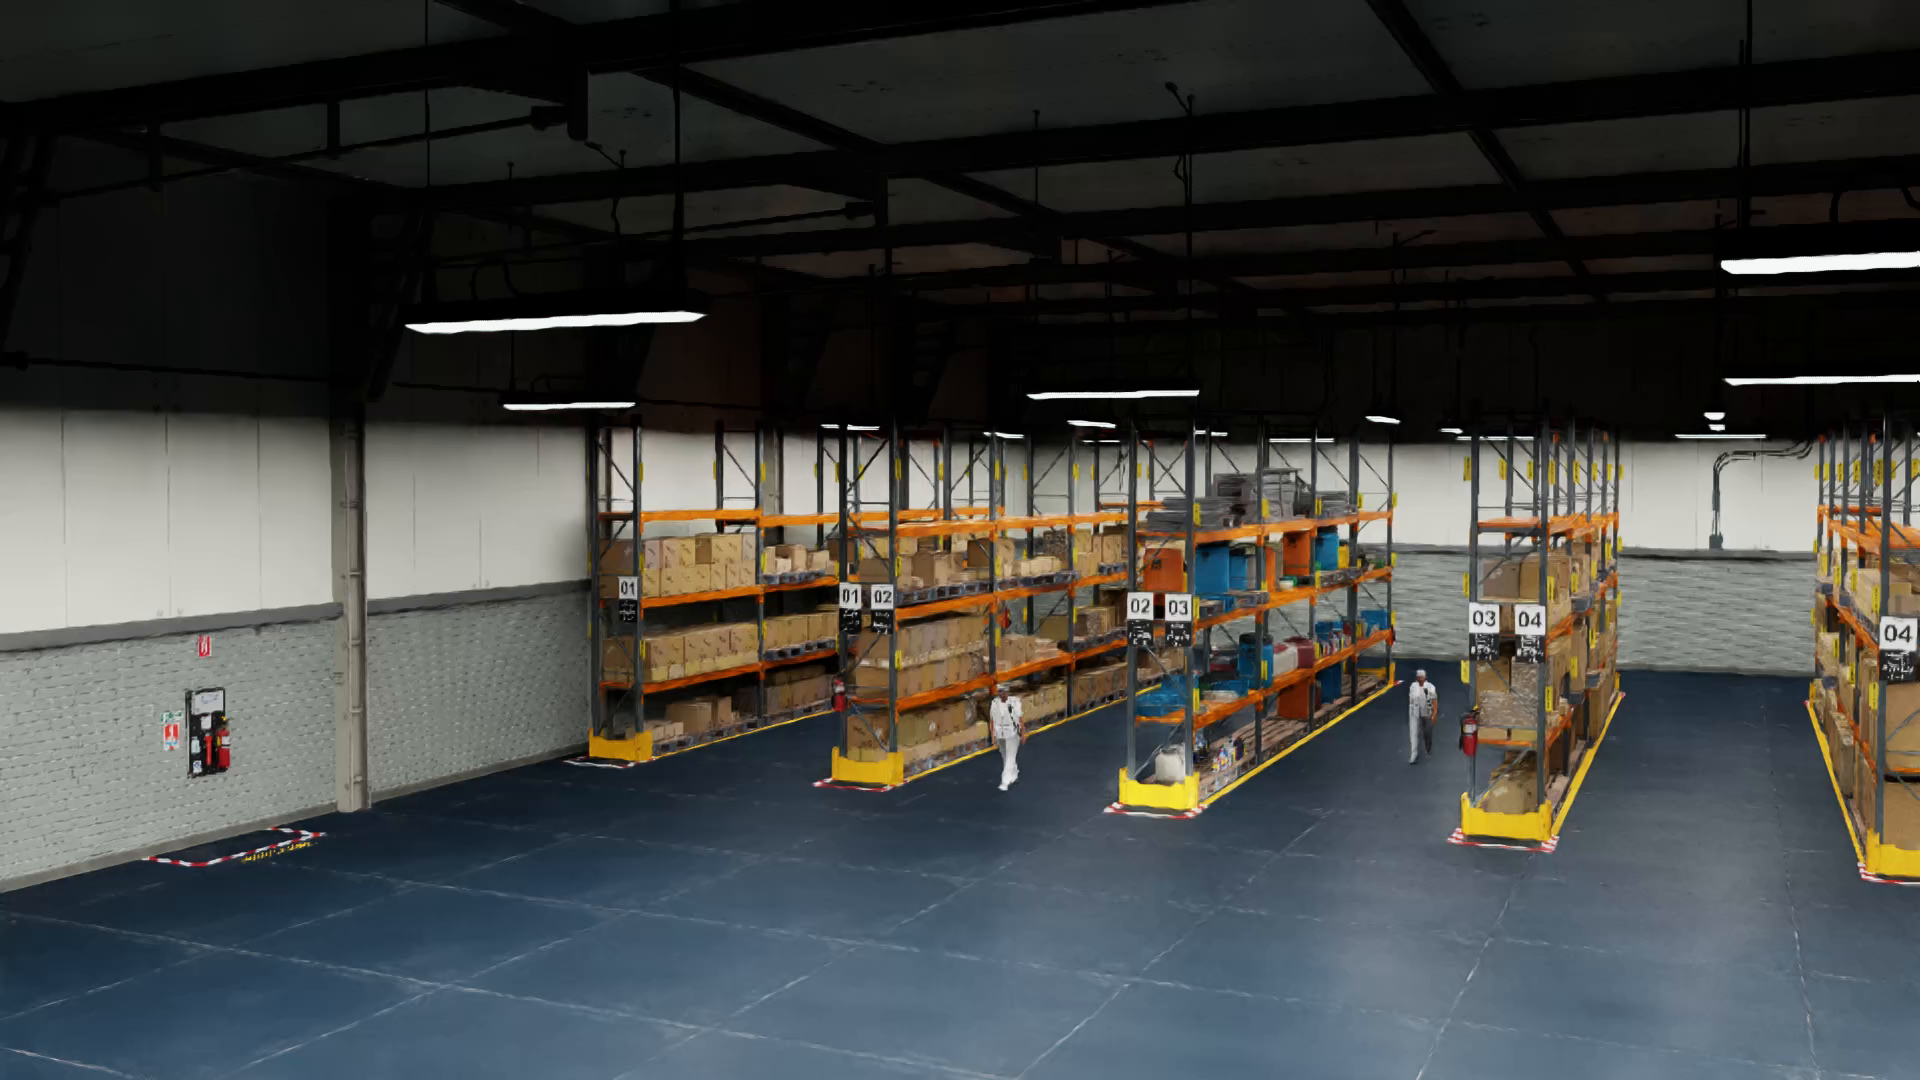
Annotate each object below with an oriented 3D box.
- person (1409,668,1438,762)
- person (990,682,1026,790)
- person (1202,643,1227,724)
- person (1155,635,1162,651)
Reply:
[{"bbox_3d":[7.995,3.012,28.715,0.484,1.606,1.001,1,3,24],"label":"person"},{"bbox_3d":[0.717,3.063,26.329,0.542,1.675,1.126,1,3,27],"label":"person"},{"bbox_3d":[5.093,2.838,32.992,0.592,1.629,0.531,1,3,23],"label":"person"},{"bbox_3d":[5.575,2.304,45.397,0.666,1.676,0.535,1,3,23],"label":"person"}]
